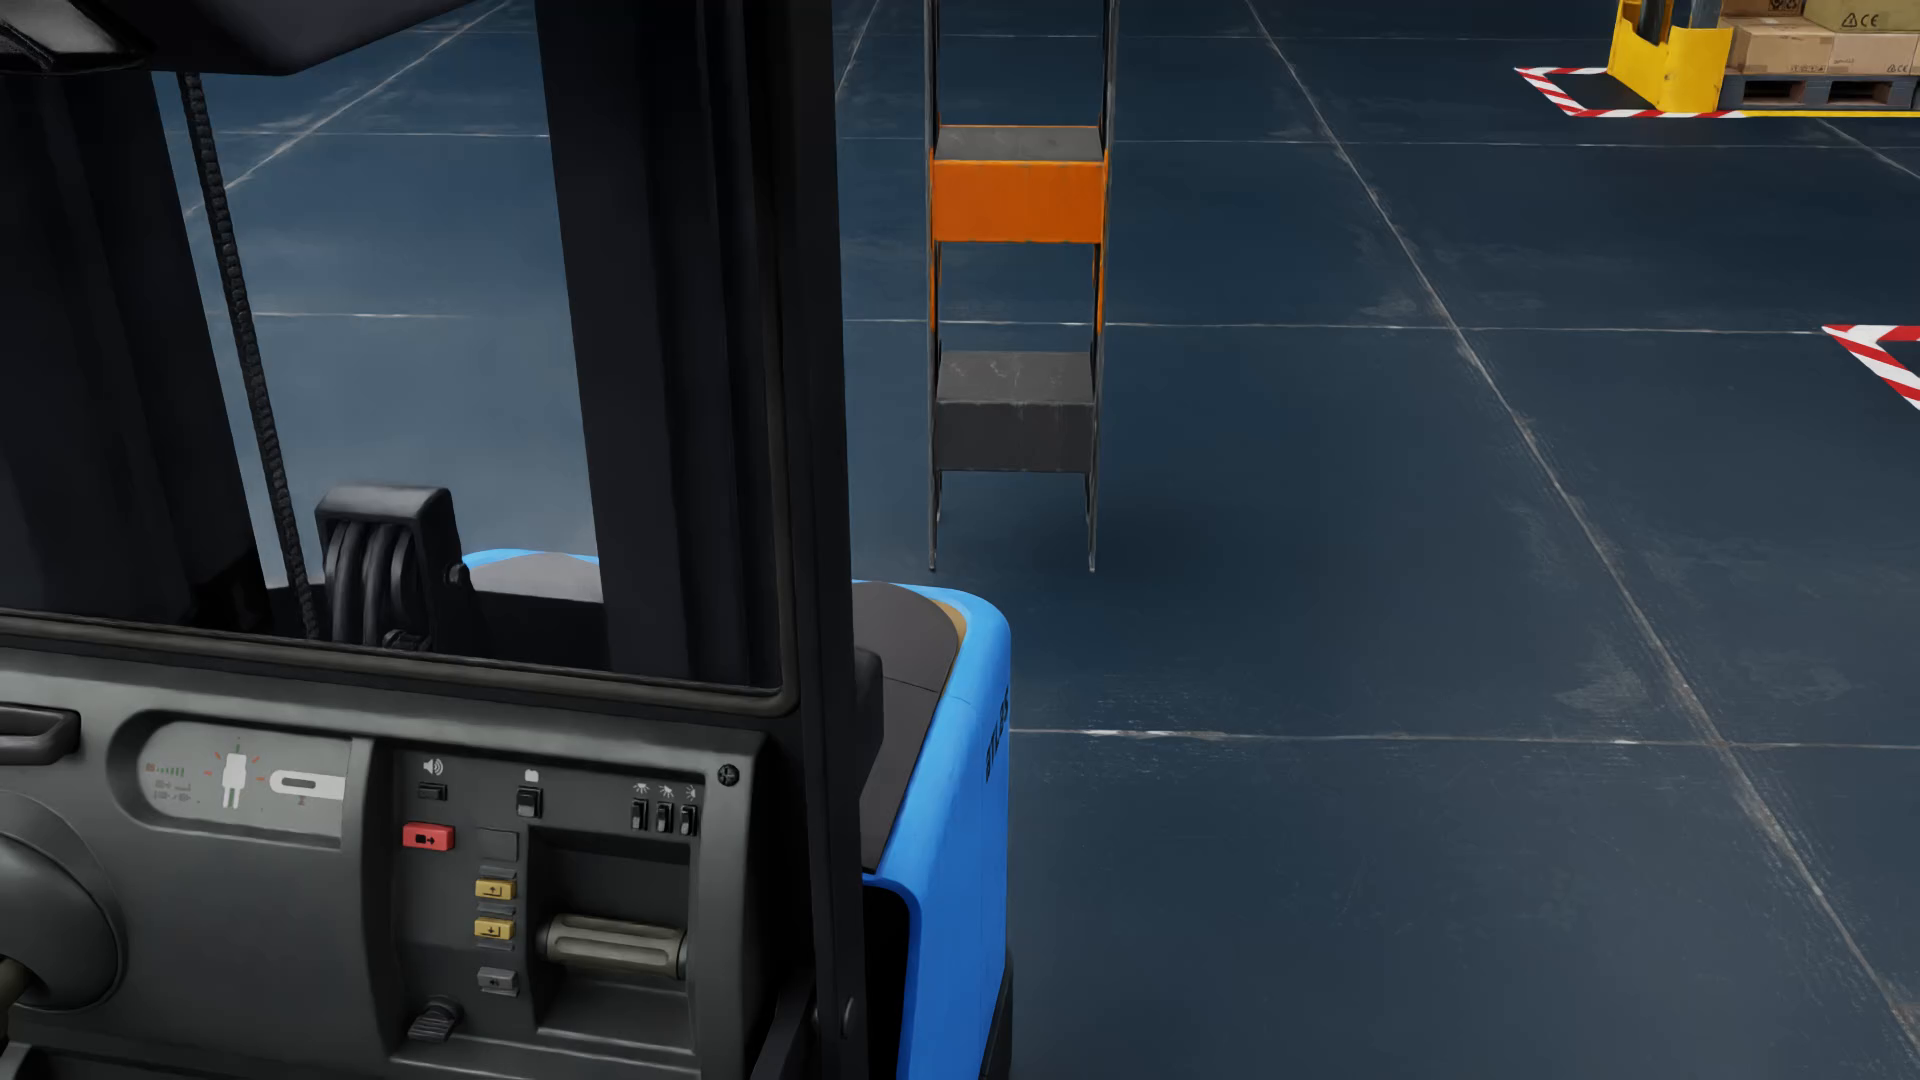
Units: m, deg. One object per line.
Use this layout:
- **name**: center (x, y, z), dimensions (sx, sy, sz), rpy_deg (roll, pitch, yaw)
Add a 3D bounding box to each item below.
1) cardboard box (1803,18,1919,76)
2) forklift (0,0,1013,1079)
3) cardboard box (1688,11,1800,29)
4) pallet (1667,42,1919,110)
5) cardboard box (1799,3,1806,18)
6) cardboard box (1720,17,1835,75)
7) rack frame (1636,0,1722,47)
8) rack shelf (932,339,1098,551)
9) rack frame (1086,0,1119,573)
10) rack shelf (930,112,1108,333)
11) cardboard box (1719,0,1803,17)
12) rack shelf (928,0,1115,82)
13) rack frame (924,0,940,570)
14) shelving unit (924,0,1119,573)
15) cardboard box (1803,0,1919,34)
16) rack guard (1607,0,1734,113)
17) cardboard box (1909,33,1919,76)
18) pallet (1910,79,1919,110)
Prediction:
- **cardboard box**: center (5.548, -3.063, 10.313), dimensions (0.500, 0.250, 0.500), rpy_deg (1, 28, 2)
- **forklift**: center (-0.684, 0.375, 1.413), dimensions (1.130, 2.935, 3.031), rpy_deg (5, 28, 10)
- **cardboard box**: center (5.067, -3.312, 10.783), dimensions (0.500, 0.250, 0.500), rpy_deg (1, 28, 2)
- **pallet**: center (5.286, -2.987, 10.660), dimensions (1.213, 0.211, 1.003), rpy_deg (1, 28, 2)
- **cardboard box**: center (5.567, -3.310, 10.778), dimensions (0.500, 0.250, 0.500), rpy_deg (1, 28, 2)
- **cardboard box**: center (5.048, -3.070, 10.326), dimensions (0.500, 0.250, 0.500), rpy_deg (1, 28, 2)
- **rack frame**: center (4.520, -4.212, 9.993), dimensions (0.127, 3.000, 1.000), rpy_deg (1, 28, 2)
- **rack shelf**: center (0.165, -0.294, 5.087), dimensions (0.480, 0.518, 0.431), rpy_deg (1, 28, 2)
- **rack frame**: center (0.409, -0.921, 4.745), dimensions (0.015, 2.100, 0.400), rpy_deg (1, 28, 2)
- **rack shelf**: center (0.165, -0.913, 4.759), dimensions (0.480, 0.518, 0.431), rpy_deg (1, 28, 2)
- **cardboard box**: center (5.067, -3.645, 10.609), dimensions (0.500, 0.500, 0.500), rpy_deg (1, 28, 2)
- **rack shelf**: center (0.165, -1.531, 4.432), dimensions (0.480, 0.518, 0.431), rpy_deg (1, 28, 2)
- **rack frame**: center (-0.078, -0.929, 4.761), dimensions (0.015, 2.100, 0.400), rpy_deg (1, 28, 2)
- **shelving unit**: center (0.165, -0.925, 4.753), dimensions (0.503, 2.100, 0.431), rpy_deg (1, 28, 2)
- **cardboard box**: center (5.548, -3.394, 10.136), dimensions (0.500, 0.500, 0.500), rpy_deg (1, 28, 2)
- **rack guard**: center (4.496, -3.108, 10.579), dimensions (0.348, 0.500, 1.175), rpy_deg (1, 28, 2)
- **cardboard box**: center (6.048, -3.055, 10.297), dimensions (0.500, 0.250, 0.500), rpy_deg (1, 28, 2)
- **pallet**: center (6.502, -2.966, 10.619), dimensions (1.213, 0.211, 1.003), rpy_deg (1, 28, 2)
